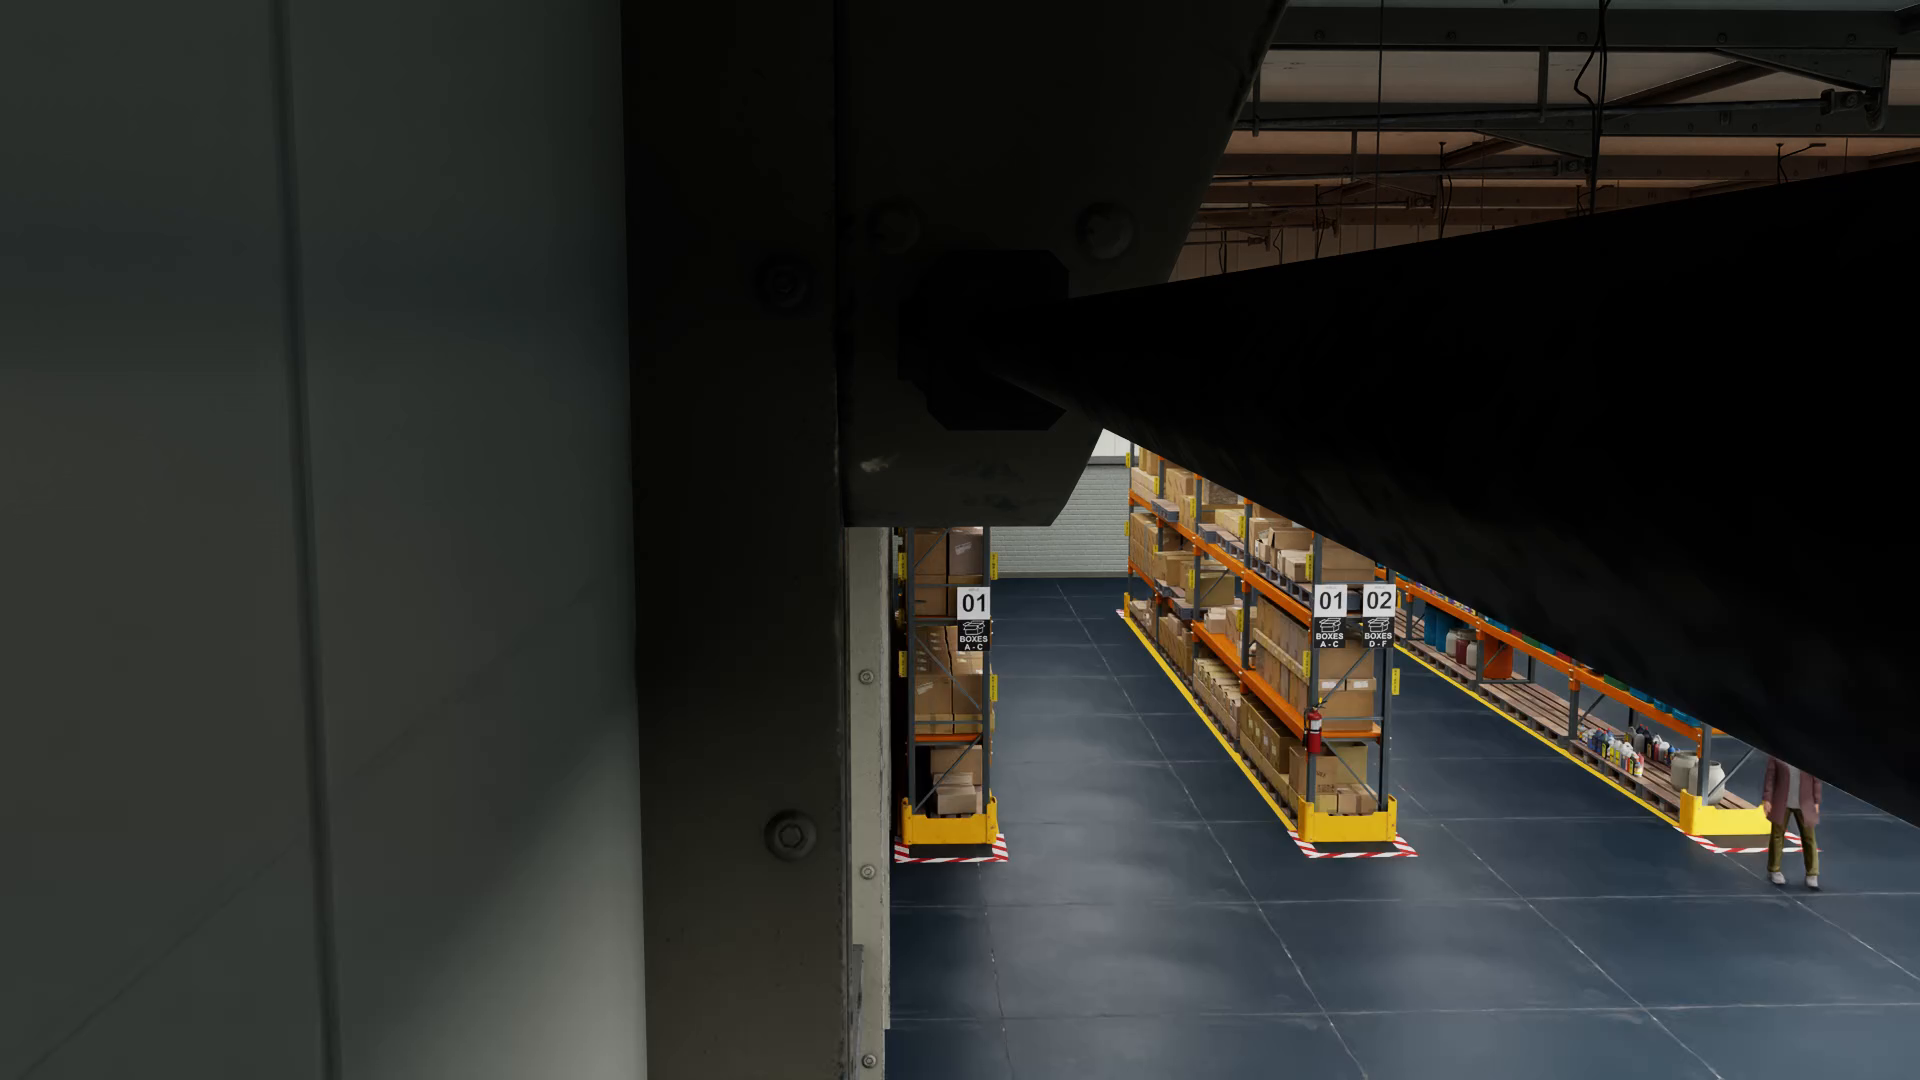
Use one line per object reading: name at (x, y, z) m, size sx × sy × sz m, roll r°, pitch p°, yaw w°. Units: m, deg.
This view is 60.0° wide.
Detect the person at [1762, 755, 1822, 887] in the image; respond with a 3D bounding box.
person at (9.485, 3.028, 18.940) m, size 0.632 × 1.774 × 0.440 m, roll 3°, pitch 8°, yaw 23°
